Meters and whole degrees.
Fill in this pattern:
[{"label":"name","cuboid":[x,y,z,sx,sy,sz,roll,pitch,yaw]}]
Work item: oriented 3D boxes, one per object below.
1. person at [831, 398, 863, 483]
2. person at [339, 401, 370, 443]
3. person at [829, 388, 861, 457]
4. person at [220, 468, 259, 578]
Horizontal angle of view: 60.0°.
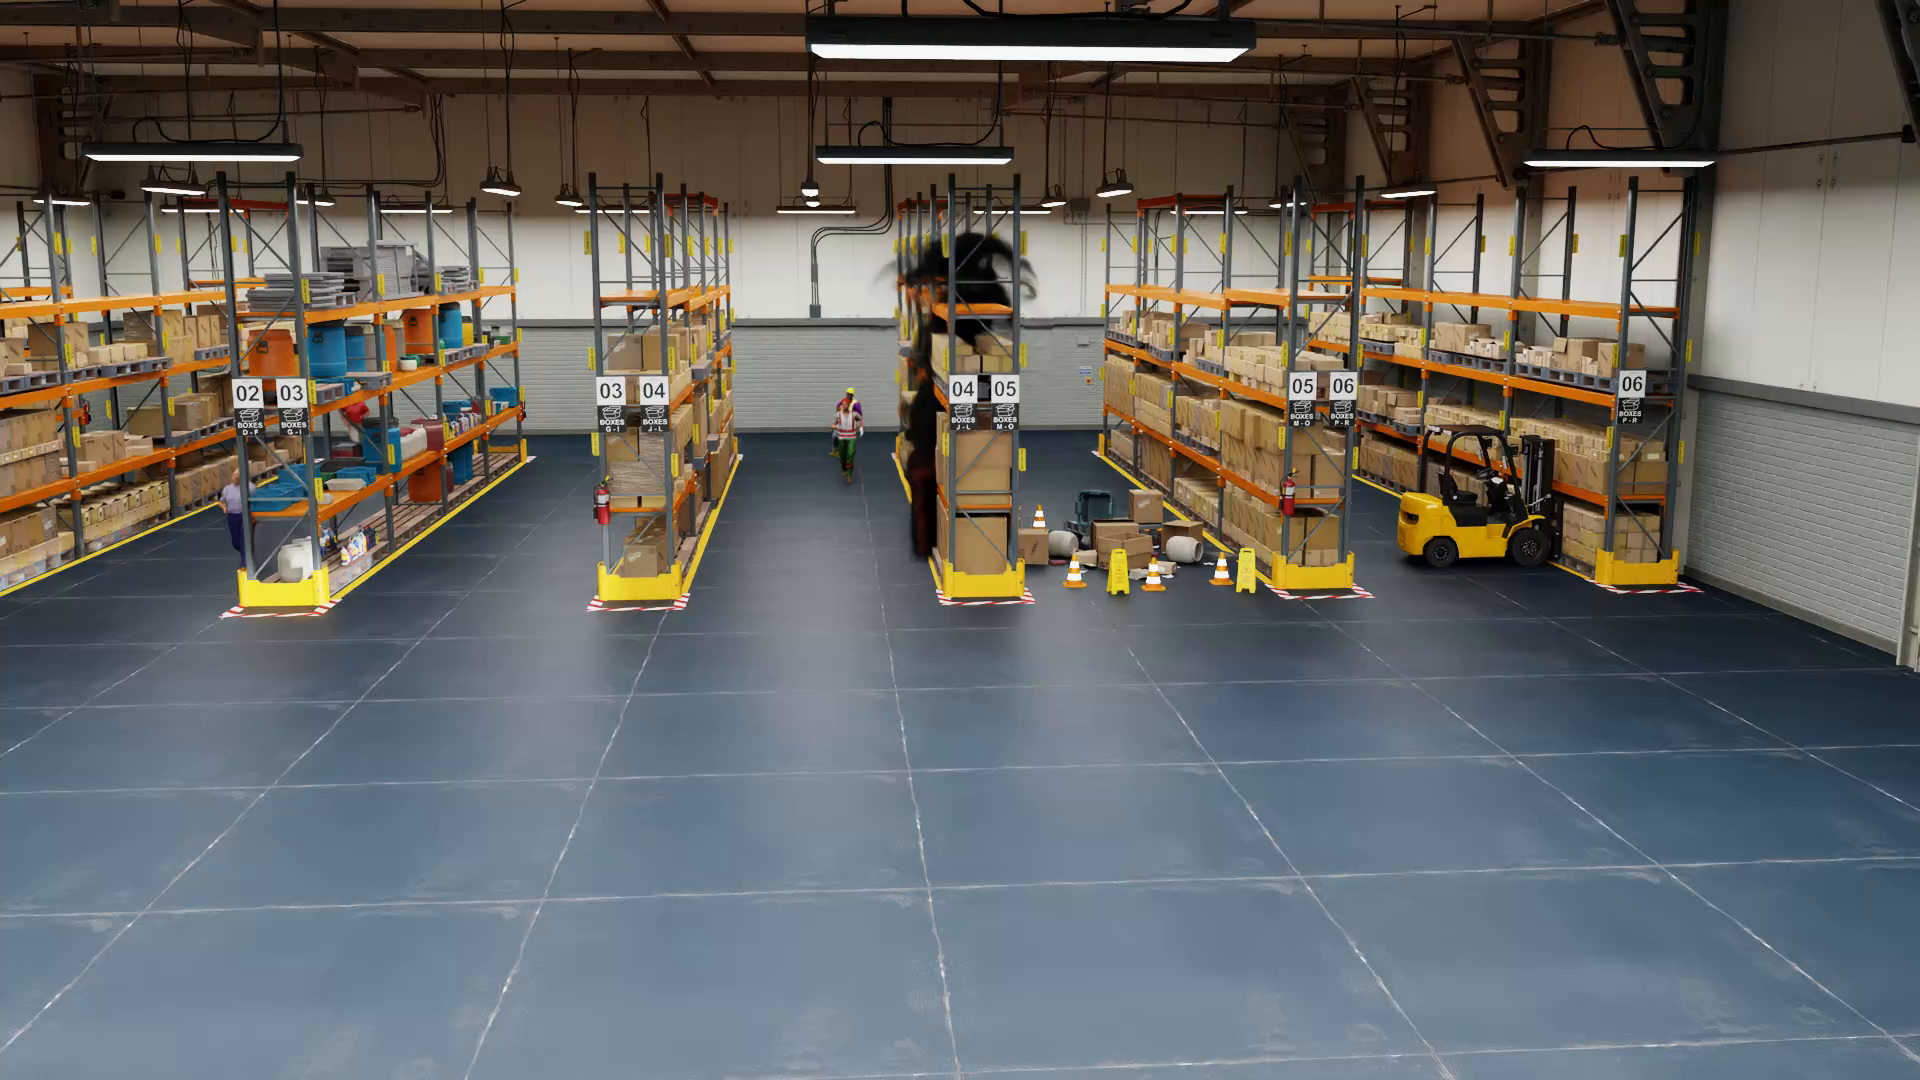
[{"label":"person","cuboid":[-2.420,-2.164,35.660,0.675,1.757,1.051,0,10,1]},{"label":"person","cuboid":[-13.876,-2.540,38.193,0.668,1.743,0.879,-4,11,-24]},{"label":"person","cuboid":[-2.762,-2.791,39.656,0.843,1.683,0.533,4,11,23]},{"label":"person","cuboid":[-11.075,-0.289,25.650,0.610,1.650,0.896,-1,10,-7]}]
